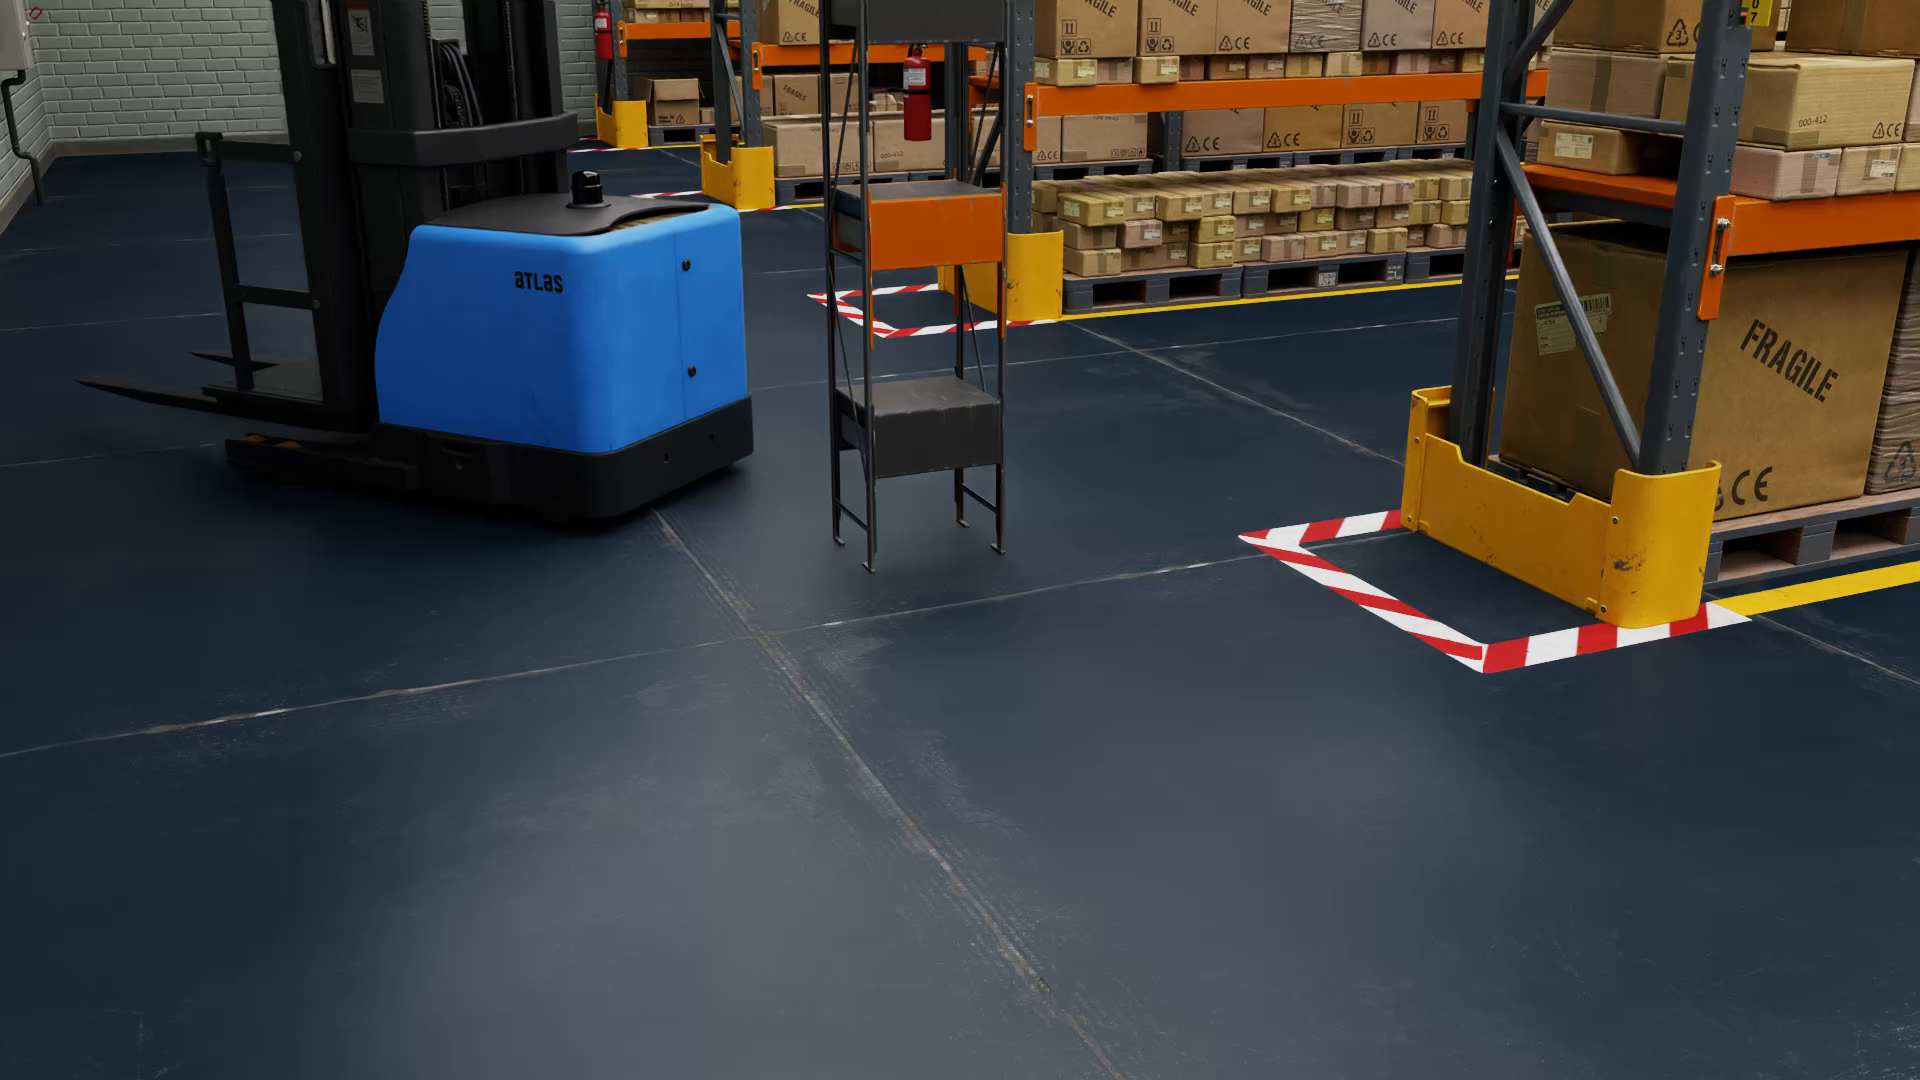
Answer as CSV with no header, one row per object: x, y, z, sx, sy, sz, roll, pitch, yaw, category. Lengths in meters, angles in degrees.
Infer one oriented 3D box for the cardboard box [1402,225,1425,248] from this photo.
2.827,-2.021,10.906,0.250,0.149,0.380,-9,21,-23,cardboard box

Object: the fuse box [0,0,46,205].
-7.762,-3.657,13.832,0.414,1.711,0.539,-8,21,-22,fuse box

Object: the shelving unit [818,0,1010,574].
-0.152,-0.969,5.611,0.503,2.100,0.431,-8,21,-22,shelving unit

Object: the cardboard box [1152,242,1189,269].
1.199,-1.777,10.211,0.250,0.149,0.380,-8,21,-21,cardboard box

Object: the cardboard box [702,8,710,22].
-2.756,-5.815,18.400,0.250,0.149,0.380,-7,21,-20,cardboard box

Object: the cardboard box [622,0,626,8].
-3.548,-6.078,18.546,0.500,0.250,0.500,-8,21,-20,cardboard box

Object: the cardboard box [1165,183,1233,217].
1.456,-2.082,10.183,0.250,0.149,0.380,-9,21,-25,cardboard box

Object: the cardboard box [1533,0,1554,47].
3.498,-3.422,10.625,0.500,0.500,0.500,-8,21,-22,cardboard box

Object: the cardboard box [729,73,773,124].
-2.466,-5.038,18.946,0.500,0.500,0.700,-7,21,-20,cardboard box

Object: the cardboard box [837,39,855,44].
-0.888,-4.452,13.998,0.500,0.500,0.500,-8,21,-23,cardboard box

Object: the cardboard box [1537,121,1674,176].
2.226,-1.361,5.748,0.250,0.149,0.380,-8,21,-21,cardboard box

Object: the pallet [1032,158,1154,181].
1.048,-3.489,15.612,1.213,0.211,1.003,-8,21,-22,pallet

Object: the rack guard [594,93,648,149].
-3.796,-4.698,18.612,0.348,0.500,1.175,-8,21,-22,rack guard

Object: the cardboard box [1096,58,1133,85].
0.802,-2.728,9.631,0.250,0.149,0.380,-7,21,-20,cardboard box

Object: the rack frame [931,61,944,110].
-0.192,-6.393,19.663,0.127,3.000,1.000,-8,21,-22,rack frame

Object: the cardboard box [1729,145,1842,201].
2.486,-1.159,5.177,0.250,0.149,0.380,-8,21,-21,cardboard box

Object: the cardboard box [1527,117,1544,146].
4.414,-2.932,11.834,0.500,0.250,0.500,-9,21,-23,cardboard box

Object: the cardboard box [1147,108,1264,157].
2.315,-4.182,15.950,0.875,0.875,0.875,-7,21,-20,cardboard box

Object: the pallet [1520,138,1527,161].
6.168,-4.193,17.614,1.213,0.211,1.003,-8,21,-22,pallet

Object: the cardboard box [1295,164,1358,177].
2.447,-2.419,11.141,0.250,0.149,0.380,-8,21,-21,cardboard box

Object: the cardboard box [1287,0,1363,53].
2.081,-3.228,10.074,0.500,0.500,0.500,-9,21,-23,cardboard box

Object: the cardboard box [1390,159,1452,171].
3.156,-2.518,11.420,0.250,0.149,0.380,-7,21,-19,cardboard box

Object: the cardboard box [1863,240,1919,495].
3.421,-0.756,6.220,0.875,0.875,0.875,-8,21,-22,cardboard box

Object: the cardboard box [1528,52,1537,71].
3.468,-3.089,10.658,0.250,0.149,0.380,-9,21,-23,cardboard box

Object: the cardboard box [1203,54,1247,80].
1.513,-2.851,9.981,0.250,0.149,0.380,-8,21,-22,cardboard box

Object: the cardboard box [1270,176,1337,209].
2.167,-2.198,10.514,0.250,0.149,0.380,-8,21,-22,cardboard box

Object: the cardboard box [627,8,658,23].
-3.455,-5.708,18.096,0.250,0.149,0.380,-8,21,-22,cardboard box

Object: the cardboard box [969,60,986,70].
0.242,-5.684,19.804,0.250,0.149,0.380,-7,21,-19,cardboard box

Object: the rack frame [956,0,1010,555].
0.072,-1.001,5.703,0.015,2.100,0.400,-8,21,-22,rack frame

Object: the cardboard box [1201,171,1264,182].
1.758,-2.295,10.788,0.250,0.149,0.380,-9,21,-24,cardboard box

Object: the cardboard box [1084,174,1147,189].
0.984,-2.227,10.595,0.250,0.149,0.380,-9,21,-23,cardboard box

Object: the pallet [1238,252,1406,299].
2.106,-1.808,10.838,1.213,0.211,1.003,-8,21,-22,pallet

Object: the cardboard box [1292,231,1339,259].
2.181,-1.890,10.533,0.250,0.149,0.380,-8,21,-22,cardboard box

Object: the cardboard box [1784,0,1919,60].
3.036,-1.802,5.271,0.500,0.500,0.500,-9,21,-23,cardboard box

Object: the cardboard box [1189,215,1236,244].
1.483,-1.921,10.173,0.250,0.149,0.380,-7,21,-20,cardboard box

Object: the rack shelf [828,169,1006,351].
-0.152,-0.956,5.616,0.480,0.518,0.431,-8,21,-22,rack shelf

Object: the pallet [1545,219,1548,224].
4.545,-2.171,11.871,1.213,0.211,1.003,-8,21,-22,pallet

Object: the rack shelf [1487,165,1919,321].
3.866,-1.256,6.155,4.000,0.370,1.077,-8,21,-22,rack shelf

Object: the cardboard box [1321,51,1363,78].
2.254,-2.929,10.202,0.250,0.149,0.380,-8,21,-21,cardboard box

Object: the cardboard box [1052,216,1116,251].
0.741,-1.842,9.949,0.250,0.149,0.380,-7,21,-20,cardboard box

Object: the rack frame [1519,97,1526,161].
5.450,-5.406,16.860,0.127,3.000,1.000,-8,21,-22,rack frame

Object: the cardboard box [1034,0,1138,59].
0.679,-3.020,9.484,0.500,0.500,0.500,-7,21,-19,cardboard box

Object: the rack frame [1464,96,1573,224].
3.831,-3.384,11.116,0.127,3.000,1.000,-8,21,-22,rack frame

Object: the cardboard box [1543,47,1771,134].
2.369,-1.546,5.674,0.500,0.250,0.500,-9,21,-23,cardboard box

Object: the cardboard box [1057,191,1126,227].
0.773,-1.957,9.828,0.250,0.149,0.380,-9,21,-24,cardboard box

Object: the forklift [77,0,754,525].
-2.403,-1.758,6.601,3.031,2.935,1.130,9,21,24,forklift

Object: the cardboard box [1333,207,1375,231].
2.435,-2.087,10.647,0.250,0.149,0.380,-9,21,-24,cardboard box

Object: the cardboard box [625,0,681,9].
-3.342,-5.914,18.080,0.500,0.250,0.500,-8,21,-22,cardboard box

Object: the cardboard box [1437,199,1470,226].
3.185,-2.159,10.850,0.250,0.149,0.380,-9,21,-24,cardboard box

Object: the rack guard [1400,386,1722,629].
2.008,-0.150,5.694,0.348,0.500,1.175,-8,21,-22,rack guard

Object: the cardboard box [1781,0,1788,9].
5.334,-3.655,11.183,0.250,0.149,0.380,-7,21,-20,cardboard box

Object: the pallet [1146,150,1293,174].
2.456,-3.689,16.182,1.213,0.211,1.003,-8,21,-22,pallet

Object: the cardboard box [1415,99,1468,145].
4.783,-4.537,16.957,0.875,0.875,0.875,-8,21,-22,cardboard box

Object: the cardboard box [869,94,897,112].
-0.916,-5.092,19.451,0.258,0.266,0.396,-7,21,-20,cardboard box

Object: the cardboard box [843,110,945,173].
-0.492,-3.584,14.909,0.875,0.438,0.875,-8,21,-20,cardboard box

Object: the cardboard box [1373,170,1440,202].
2.893,-2.301,10.804,0.250,0.149,0.380,-7,21,-20,cardboard box
